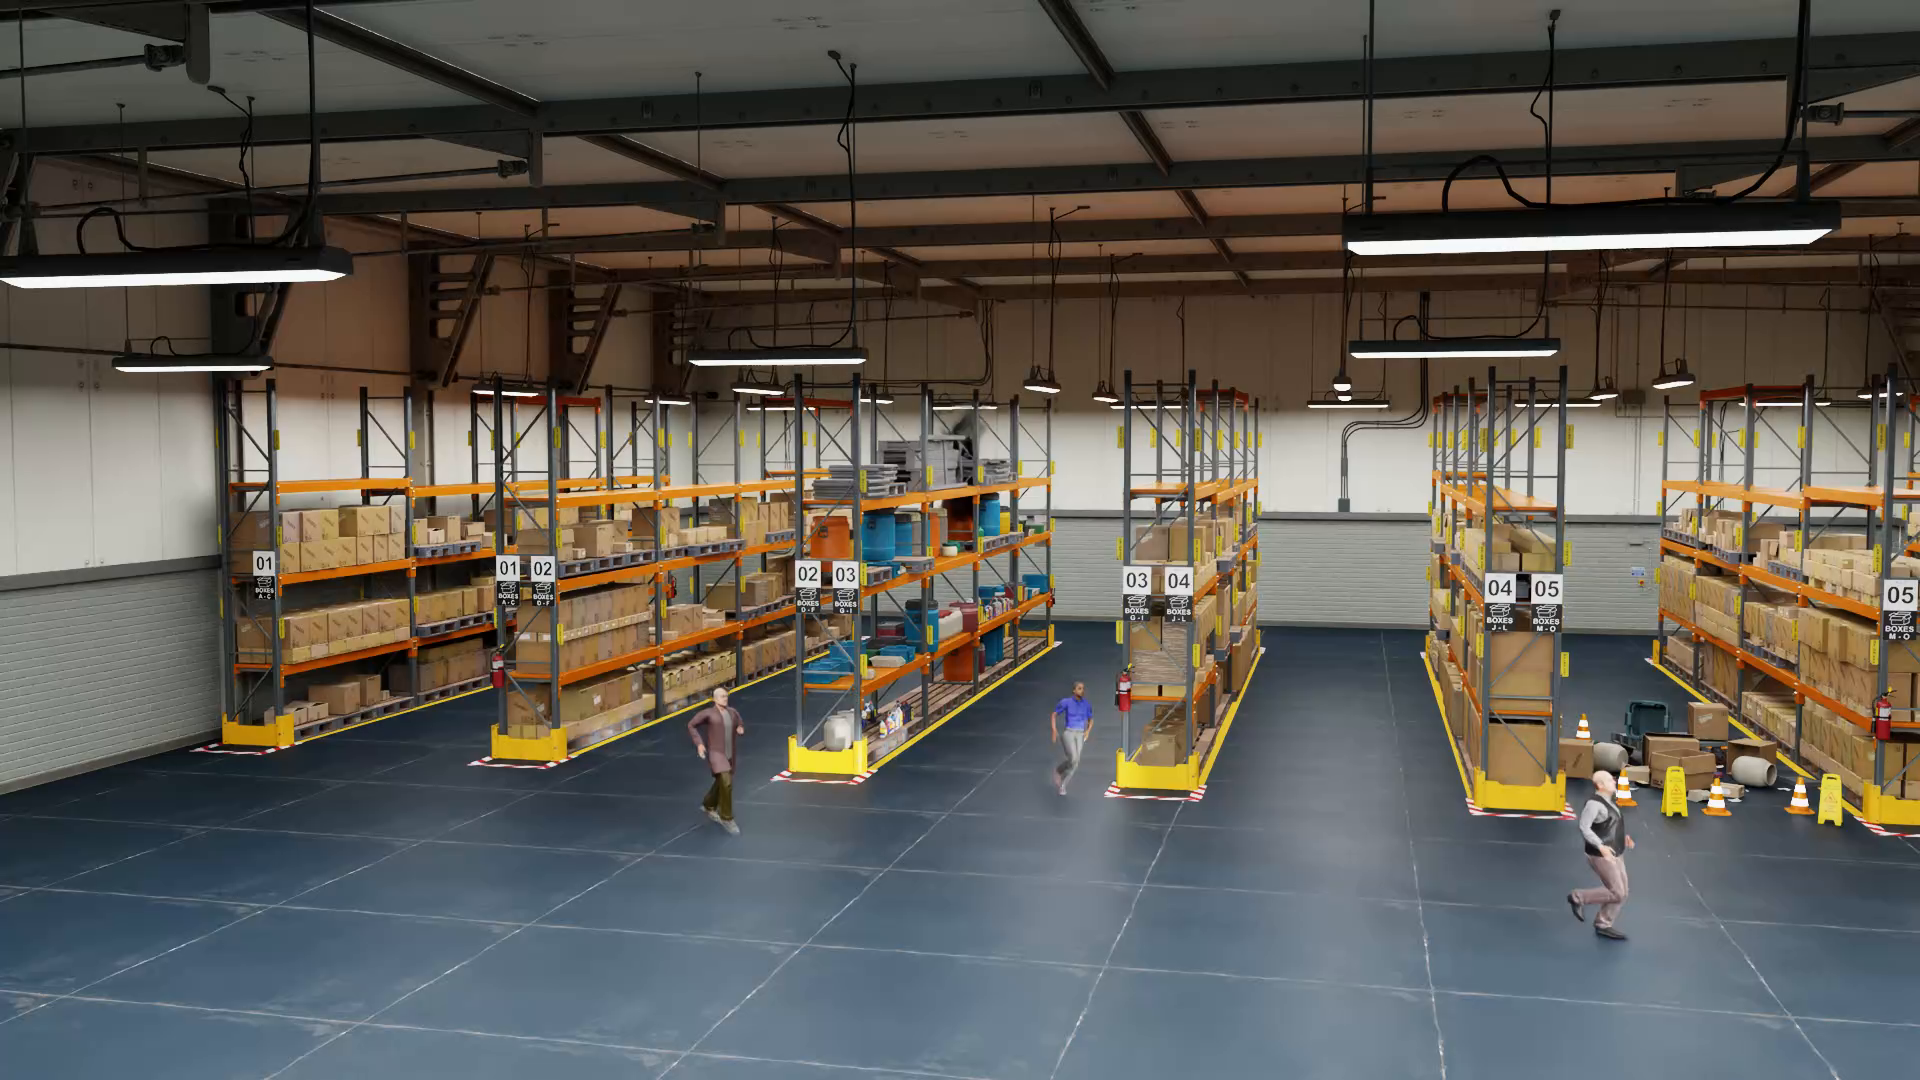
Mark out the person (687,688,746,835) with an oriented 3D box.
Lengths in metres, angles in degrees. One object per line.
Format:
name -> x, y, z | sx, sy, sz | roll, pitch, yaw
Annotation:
person -> -3.089, 2.817, 21.432 | 0.898, 1.836, 0.680 | 3, 4, 40

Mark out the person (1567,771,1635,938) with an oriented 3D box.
person -> 6.472, 3.162, 16.788 | 0.586, 1.679, 0.659 | 3, 4, 38

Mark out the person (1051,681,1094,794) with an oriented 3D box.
person -> 1.633, 2.799, 23.515 | 0.610, 1.582, 0.515 | -1, 4, -19
